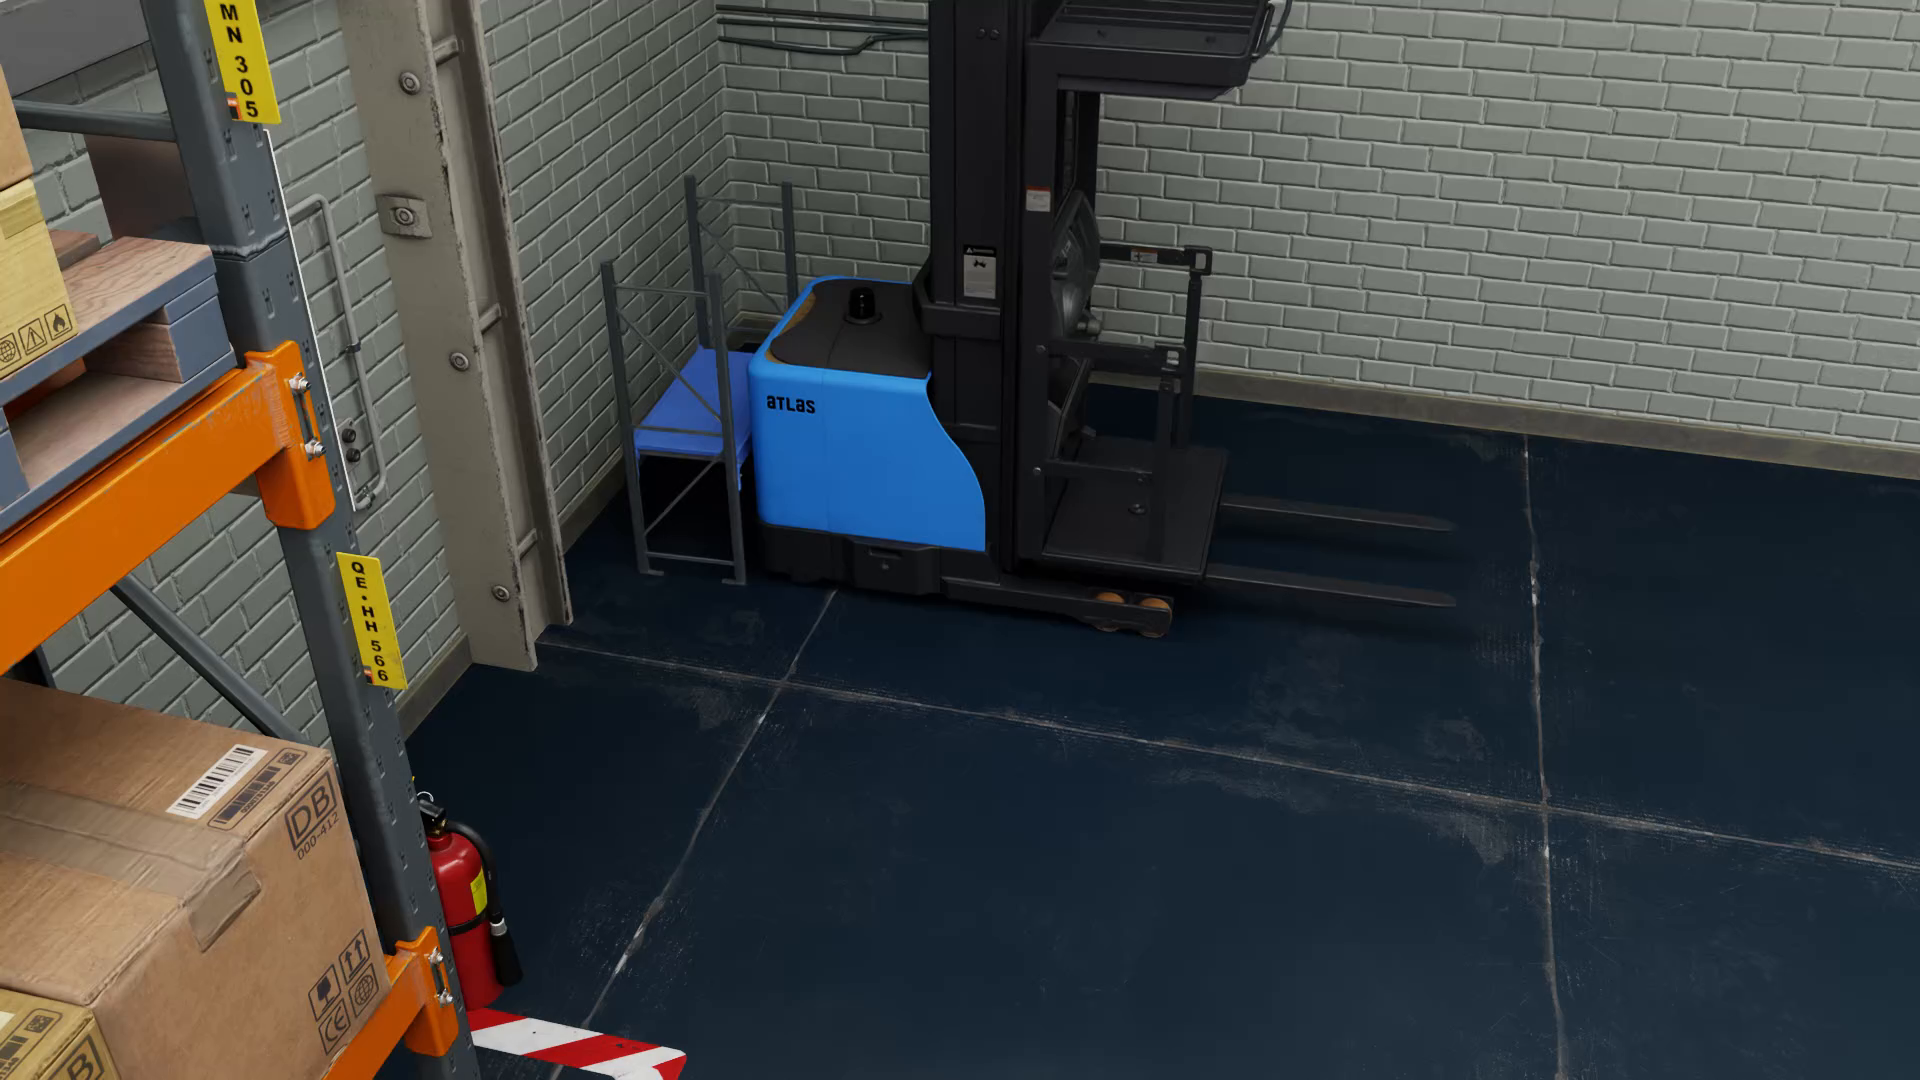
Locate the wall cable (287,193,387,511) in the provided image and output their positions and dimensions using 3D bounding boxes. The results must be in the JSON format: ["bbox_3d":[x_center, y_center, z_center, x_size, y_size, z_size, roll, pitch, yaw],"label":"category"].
[{"bbox_3d":[-2.311,-0.546,4.866,0.084,1.984,1.851,8,33,12],"label":"wall cable"}]

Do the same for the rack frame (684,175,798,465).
[{"bbox_3d":[-1.005,-0.997,7.921,0.500,1.500,0.032,6,33,9],"label":"rack frame"}]

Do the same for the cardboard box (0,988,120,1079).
[{"bbox_3d":[-2.014,1.194,2.796,0.980,0.700,0.700,8,33,12],"label":"cardboard box"}]

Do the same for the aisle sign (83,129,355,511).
[{"bbox_3d":[-1.412,-0.418,3.188,0.394,0.787,0.004,8,33,12],"label":"aisle sign"}]

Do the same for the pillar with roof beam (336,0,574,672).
[{"bbox_3d":[2.292,-2.789,3.749,9.100,9.000,0.400,8,33,12],"label":"pillar with roof beam"}]

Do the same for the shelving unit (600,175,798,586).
[{"bbox_3d":[-1.104,-0.730,7.500,0.538,1.500,1.048,6,33,9],"label":"shelving unit"}]

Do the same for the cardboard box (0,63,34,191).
[{"bbox_3d":[-1.643,-0.646,2.130,0.500,0.500,0.500,8,33,12],"label":"cardboard box"}]

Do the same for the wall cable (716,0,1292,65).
[{"bbox_3d":[0.060,-3.432,7.655,3.097,2.526,0.112,8,33,12],"label":"wall cable"}]

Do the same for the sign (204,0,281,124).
[{"bbox_3d":[-1.199,-0.849,2.742,0.100,0.325,0.005,8,33,12],"label":"sign"}]

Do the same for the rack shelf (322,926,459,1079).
[{"bbox_3d":[-2.228,2.017,2.451,1.077,0.370,4.000,8,33,12],"label":"rack shelf"}]

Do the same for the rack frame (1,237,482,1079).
[{"bbox_3d":[-1.721,0.676,3.891,1.000,3.000,0.127,8,33,12],"label":"rack frame"}]

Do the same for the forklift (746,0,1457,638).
[{"bbox_3d":[0.664,-1.135,6.804,3.031,2.935,1.130,7,33,11],"label":"forklift"}]

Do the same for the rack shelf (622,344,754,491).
[{"bbox_3d":[-1.104,-0.578,7.596,0.538,0.185,1.000,6,33,9],"label":"rack shelf"}]

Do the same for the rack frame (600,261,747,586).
[{"bbox_3d":[-1.203,-0.462,7.079,0.500,1.500,0.032,6,33,9],"label":"rack frame"}]

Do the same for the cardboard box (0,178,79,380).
[{"bbox_3d":[-1.650,-0.330,2.332,0.500,0.250,0.500,9,34,14],"label":"cardboard box"}]

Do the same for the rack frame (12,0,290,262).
[{"bbox_3d":[-1.721,-1.856,2.281,1.000,3.000,0.127,8,33,12],"label":"rack frame"}]

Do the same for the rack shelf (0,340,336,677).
[{"bbox_3d":[-2.228,0.752,1.647,1.077,0.370,4.000,8,33,12],"label":"rack shelf"}]

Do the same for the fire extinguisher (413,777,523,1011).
[{"bbox_3d":[-1.236,0.850,4.036,0.296,0.674,0.183,8,33,12],"label":"fire extinguisher"}]

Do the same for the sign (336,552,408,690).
[{"bbox_3d":[-1.199,0.168,3.389,0.100,0.325,0.005,8,33,12],"label":"sign"}]

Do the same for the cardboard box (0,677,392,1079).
[{"bbox_3d":[-1.841,0.815,3.392,0.980,0.700,0.700,10,34,15],"label":"cardboard box"}]

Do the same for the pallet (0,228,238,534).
[{"bbox_3d":[-1.899,-0.166,2.502,1.003,0.211,1.213,8,33,12],"label":"pallet"}]
